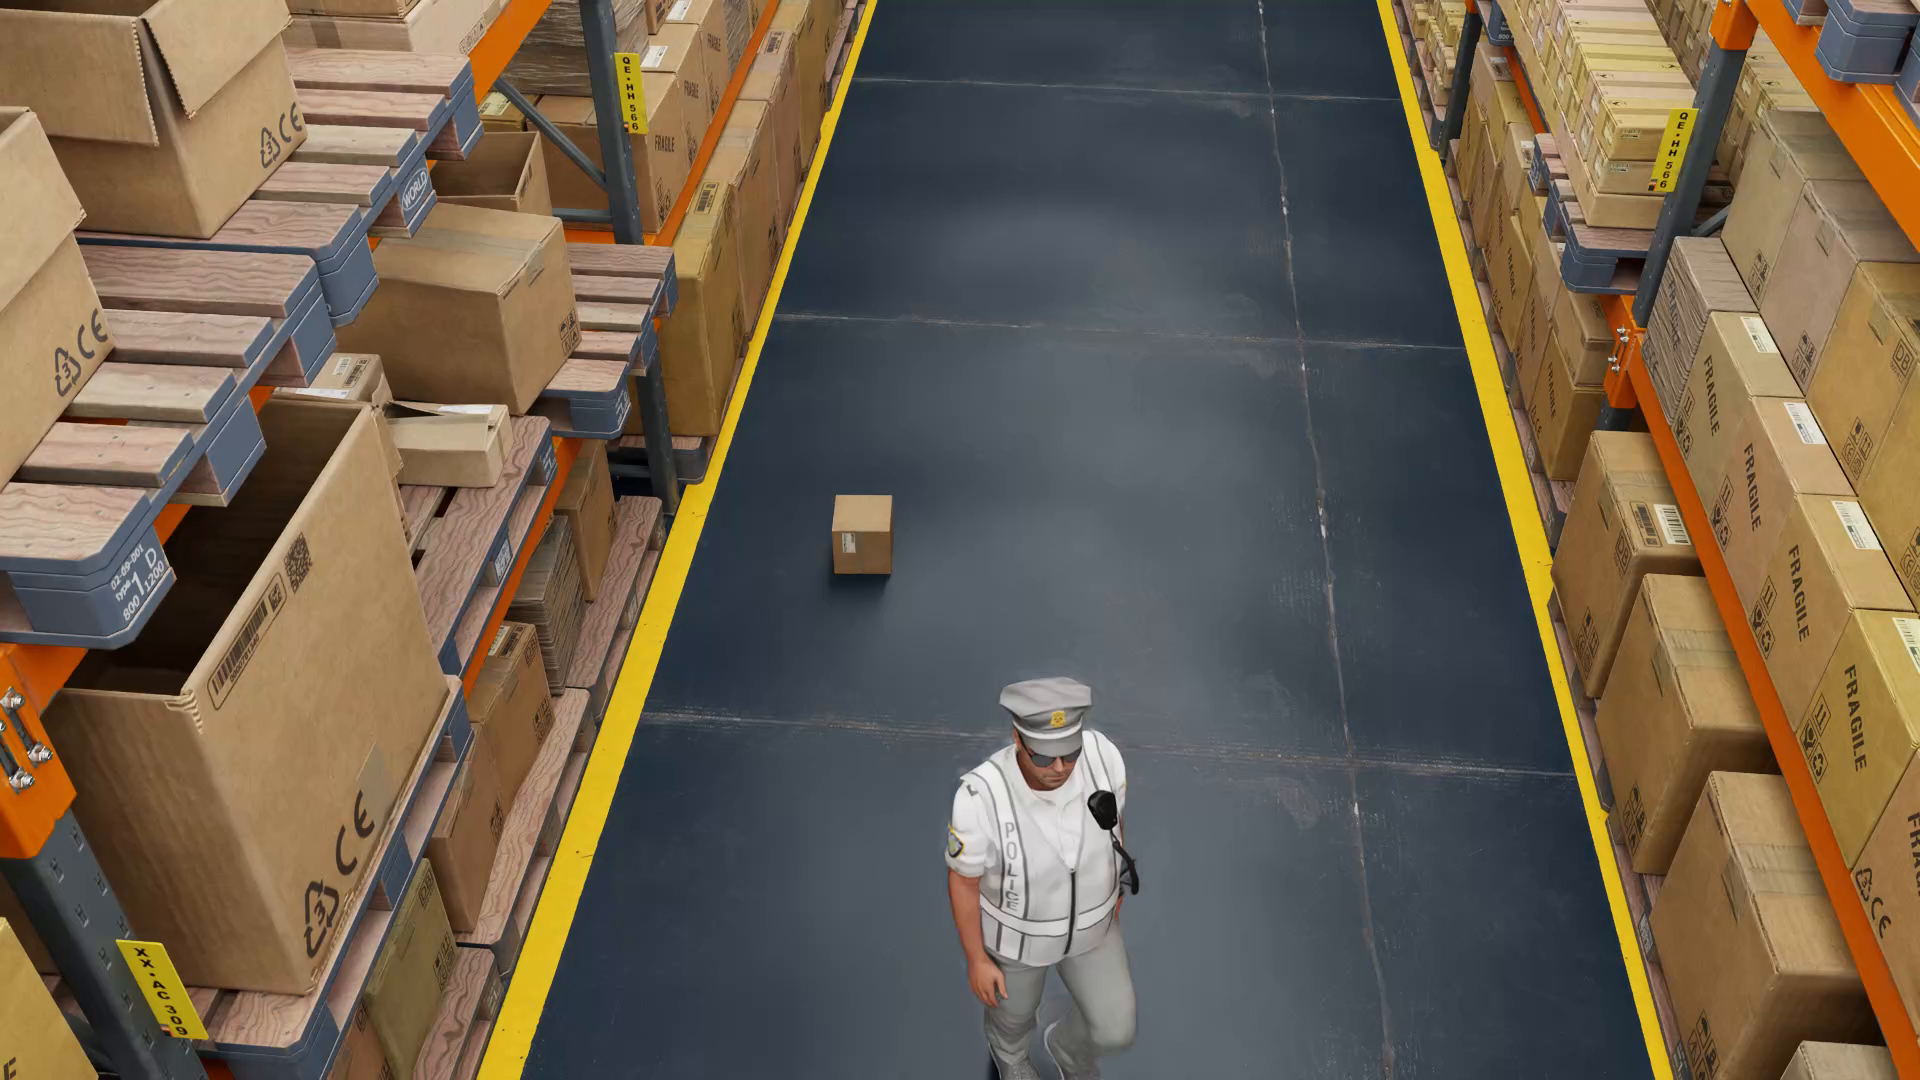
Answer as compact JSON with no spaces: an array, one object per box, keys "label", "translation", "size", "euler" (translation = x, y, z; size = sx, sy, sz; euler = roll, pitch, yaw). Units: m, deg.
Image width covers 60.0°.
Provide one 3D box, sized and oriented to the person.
[{"label":"person","translation":[0.255,1.127,4.792],"size":[0.574,1.829,0.484],"euler":[-13,42,-15]}]
